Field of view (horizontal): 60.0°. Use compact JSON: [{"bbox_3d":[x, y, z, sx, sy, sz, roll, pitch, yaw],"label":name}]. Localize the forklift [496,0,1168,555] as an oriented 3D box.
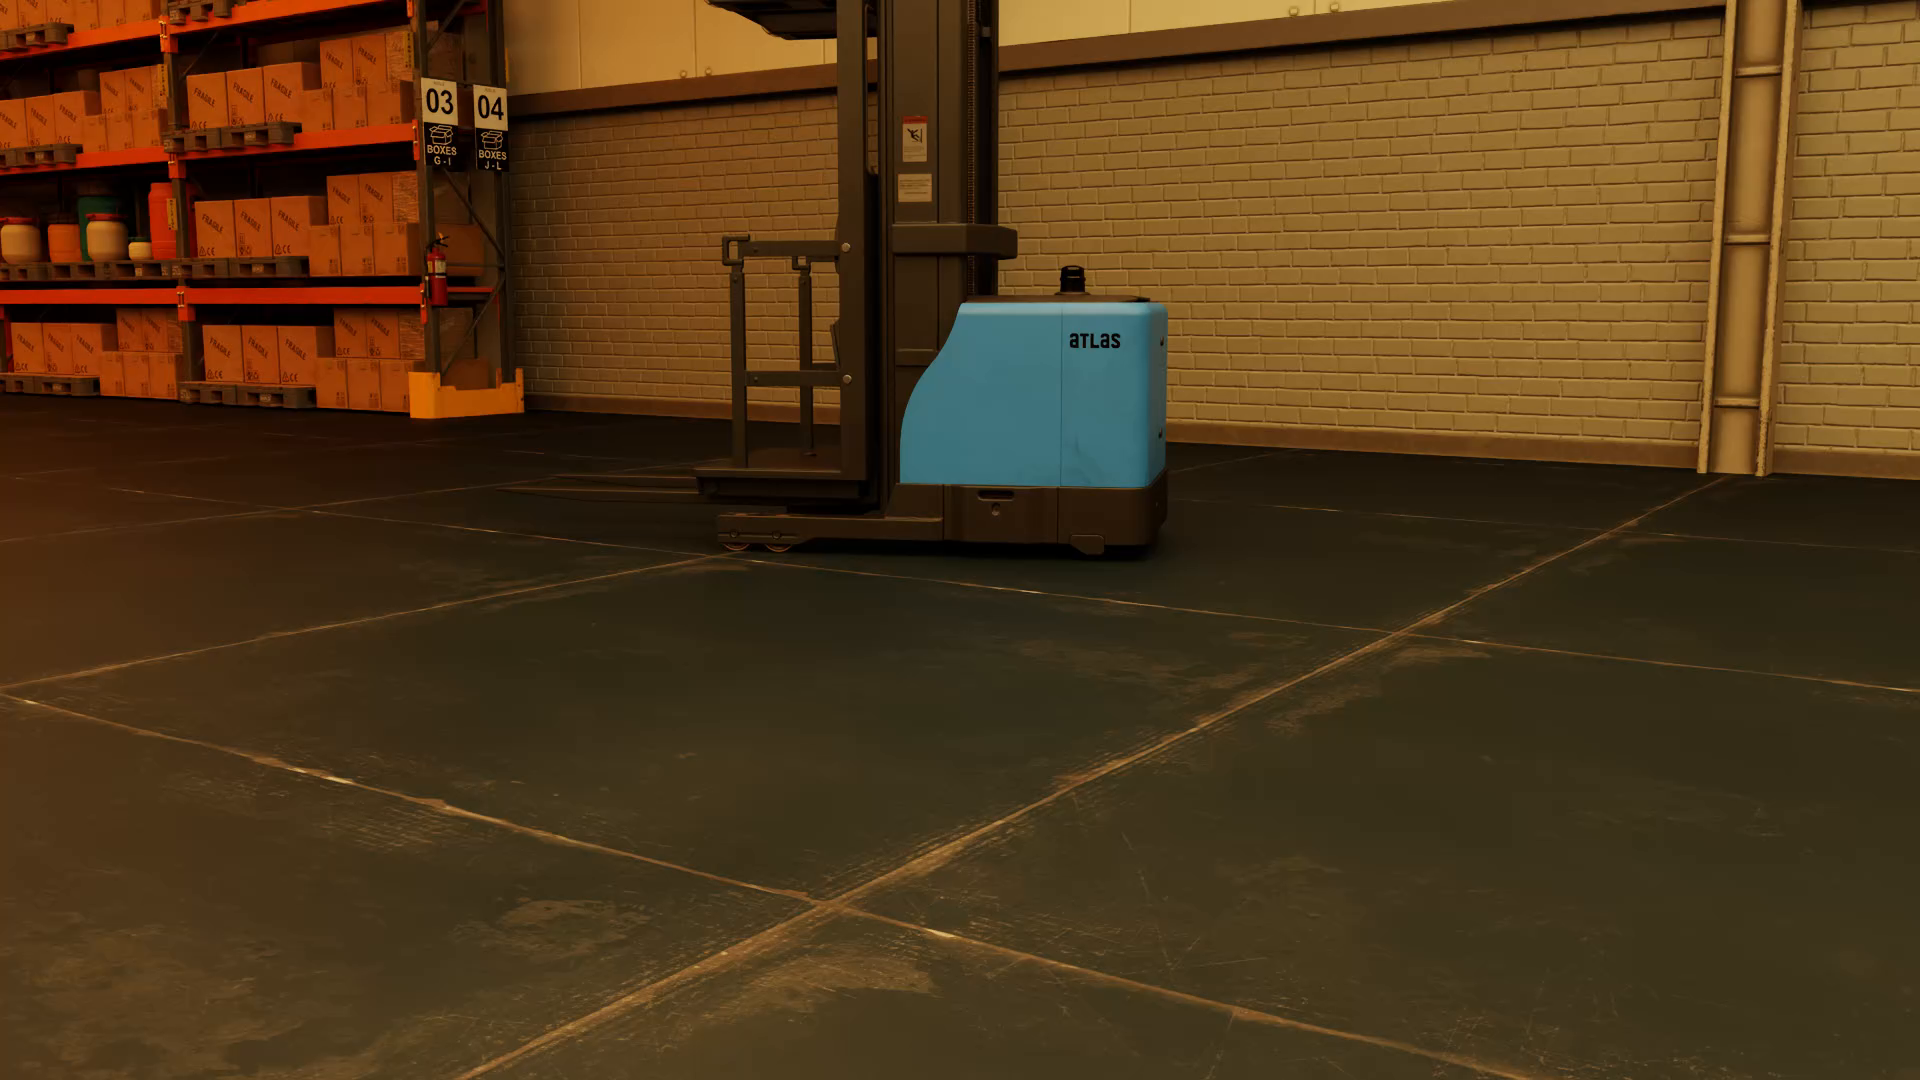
[{"bbox_3d":[-0.596,-1.469,7.520,3.031,2.935,1.130,2,8,12],"label":"forklift"}]
